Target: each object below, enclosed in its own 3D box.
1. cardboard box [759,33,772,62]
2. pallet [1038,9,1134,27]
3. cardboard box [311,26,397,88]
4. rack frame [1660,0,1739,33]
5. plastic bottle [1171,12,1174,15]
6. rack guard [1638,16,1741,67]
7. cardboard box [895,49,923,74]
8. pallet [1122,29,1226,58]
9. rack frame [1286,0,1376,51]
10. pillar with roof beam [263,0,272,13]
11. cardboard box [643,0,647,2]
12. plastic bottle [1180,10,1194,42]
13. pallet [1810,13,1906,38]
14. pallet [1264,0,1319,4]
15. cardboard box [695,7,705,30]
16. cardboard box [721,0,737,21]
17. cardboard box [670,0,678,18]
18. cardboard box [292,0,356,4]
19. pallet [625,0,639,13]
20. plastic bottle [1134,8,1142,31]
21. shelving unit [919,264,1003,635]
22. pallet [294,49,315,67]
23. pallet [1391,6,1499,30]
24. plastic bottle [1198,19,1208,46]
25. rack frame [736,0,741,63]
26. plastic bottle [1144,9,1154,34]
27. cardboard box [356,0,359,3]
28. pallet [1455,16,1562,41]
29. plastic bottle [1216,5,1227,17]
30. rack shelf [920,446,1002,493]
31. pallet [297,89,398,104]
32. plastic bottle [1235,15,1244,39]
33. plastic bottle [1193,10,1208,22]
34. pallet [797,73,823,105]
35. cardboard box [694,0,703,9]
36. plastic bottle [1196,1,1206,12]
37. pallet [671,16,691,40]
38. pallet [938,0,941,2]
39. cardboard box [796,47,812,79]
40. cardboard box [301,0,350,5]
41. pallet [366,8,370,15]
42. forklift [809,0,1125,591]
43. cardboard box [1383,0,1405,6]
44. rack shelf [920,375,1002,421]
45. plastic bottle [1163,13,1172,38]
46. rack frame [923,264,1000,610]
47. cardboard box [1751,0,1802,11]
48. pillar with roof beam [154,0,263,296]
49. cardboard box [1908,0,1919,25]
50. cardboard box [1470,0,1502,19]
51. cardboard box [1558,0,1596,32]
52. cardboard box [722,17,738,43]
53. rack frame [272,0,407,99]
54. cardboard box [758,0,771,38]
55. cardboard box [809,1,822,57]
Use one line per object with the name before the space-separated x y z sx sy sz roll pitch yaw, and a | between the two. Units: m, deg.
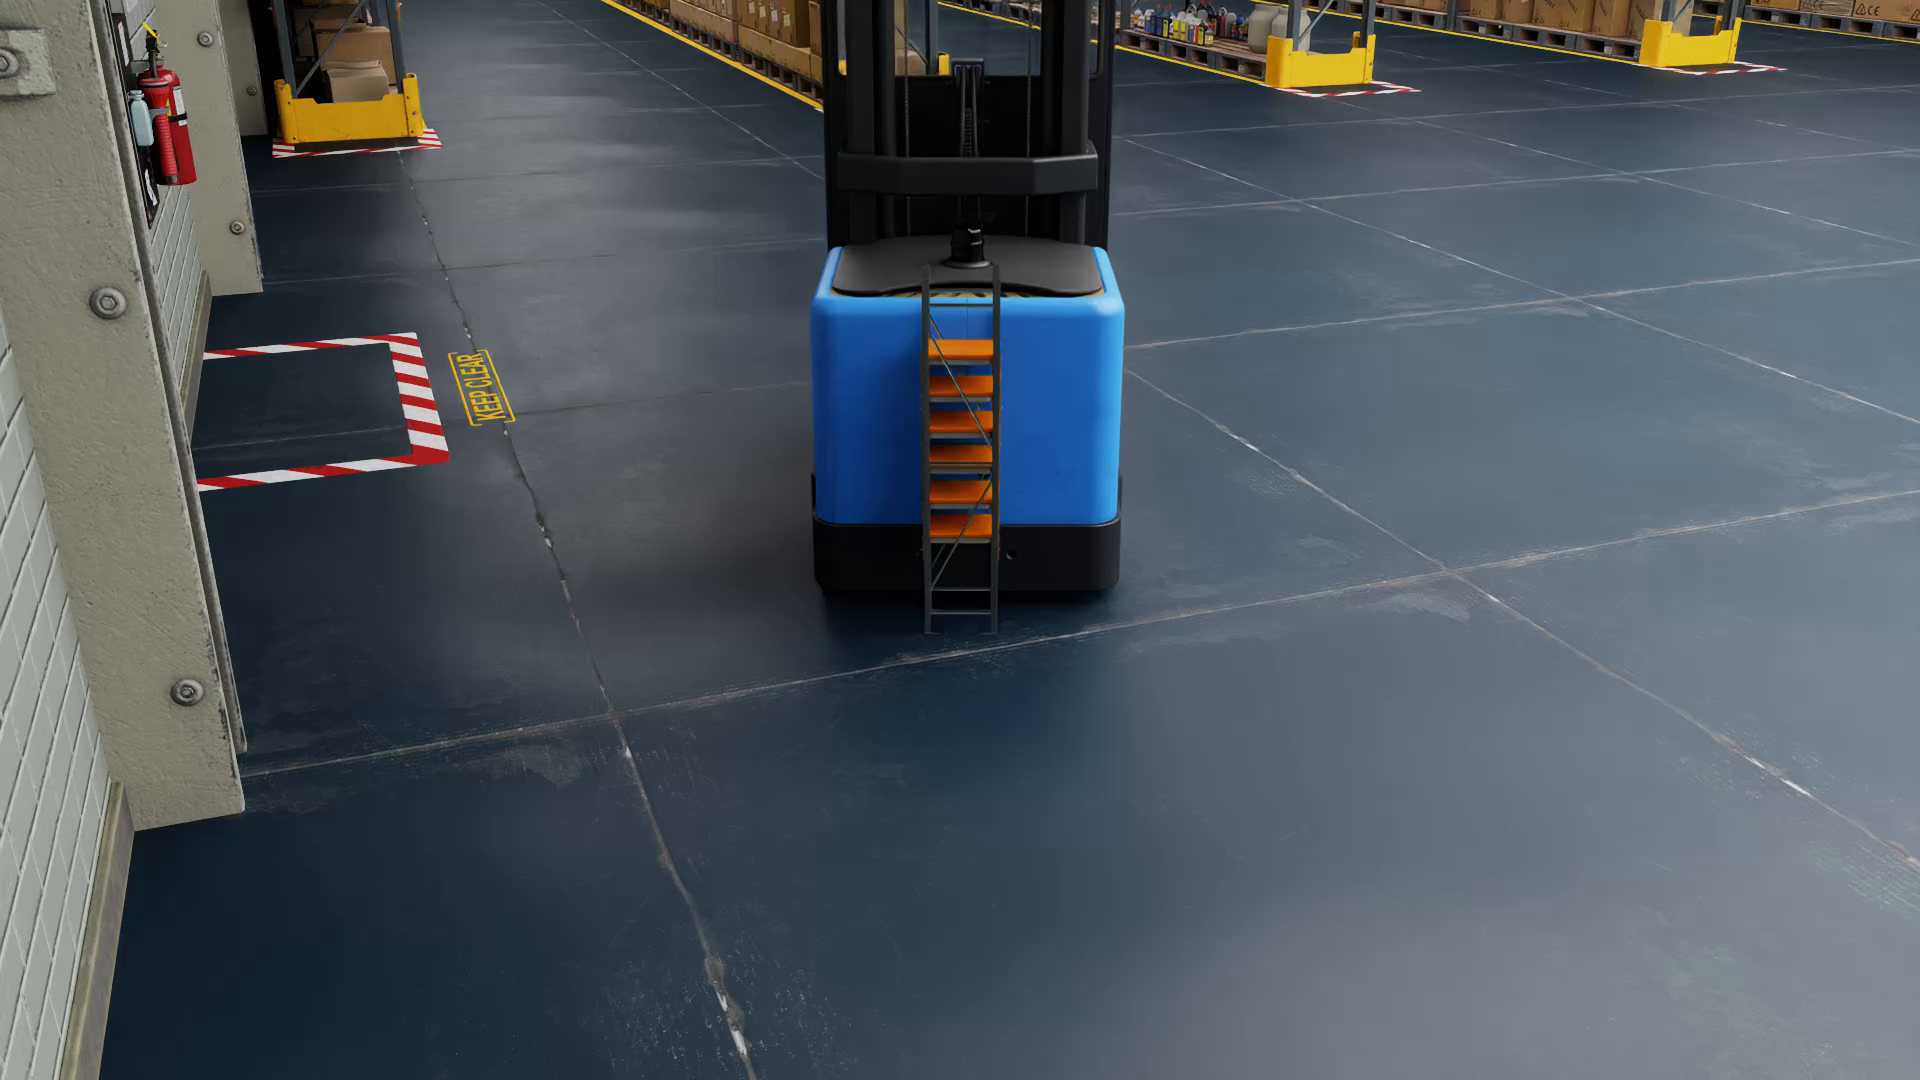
cardboard box | -1.892 -5.408 18.218 0.500 0.250 0.500 -8 24 -19
pallet | 1.771 -7.174 22.998 1.003 0.211 1.213 -8 24 -19
cardboard box | -5.910 -4.717 16.231 0.700 0.500 0.500 -10 25 -22
rack frame | 8.566 -6.961 18.903 1.000 3.000 0.127 -8 24 -19
plastic bottle | 2.580 -6.294 20.267 0.097 0.271 0.097 0 23 0
rack guard | 8.539 -5.836 19.454 1.175 0.500 0.348 -8 24 -19
cardboard box | -0.685 -4.755 16.668 0.500 0.250 0.500 -8 24 -19
pallet | 2.717 -6.200 20.688 1.003 0.211 1.213 -8 24 -19
rack frame | 3.932 -6.281 17.290 1.000 3.000 0.127 -8 24 -19
pillar with roof beam | -6.604 -12.773 24.968 9.100 9.000 0.400 -8 24 -19
cardboard box | -4.453 -8.246 24.604 0.500 0.500 0.500 -9 25 -21
plastic bottle | 2.699 -6.076 19.647 0.144 0.351 0.185 -7 24 -17
pallet | 12.459 -7.042 22.686 1.003 0.211 1.213 -8 24 -19
pallet | 5.532 -8.879 27.045 1.003 0.211 1.213 -8 24 -19
cardboard box | -3.071 -6.649 21.162 0.500 0.250 0.500 -8 24 -18
cardboard box | -2.528 -6.349 19.729 0.500 0.311 0.500 -8 24 -19
cardboard box | -3.619 -7.206 22.483 0.500 0.250 0.500 -8 24 -19
cardboard box | -7.397 -6.063 19.425 0.700 0.500 0.500 -8 24 -18
pallet | -4.620 -8.388 25.879 1.003 0.211 1.213 -8 24 -19
plastic bottle | 2.221 -6.504 20.766 0.097 0.271 0.097 0 23 0
shelving unit | 0.004 -0.274 5.356 0.258 1.200 0.189 0 23 0
pallet | -7.026 -5.373 18.726 1.003 0.211 1.213 -8 24 -19
pallet | 6.876 -7.412 23.563 1.003 0.211 1.213 -8 24 -19
plastic bottle | 2.815 -5.879 19.268 0.061 0.283 0.133 -8 24 -18
rack frame | -2.116 -7.056 19.130 1.000 3.000 0.127 -8 24 -19
plastic bottle | 2.361 -6.392 20.495 0.152 0.276 0.135 -7 24 -17
cardboard box | -7.859 -6.625 20.758 0.700 0.500 0.500 -8 24 -18
pallet | 7.423 -6.890 22.325 1.003 0.211 1.213 -8 24 -19
plastic bottle | 3.198 -6.335 20.263 0.144 0.351 0.185 -8 24 -19
rack shelf | 0.004 -0.233 5.373 0.258 0.103 0.180 0 23 0
pallet | -5.617 -3.965 15.384 1.003 0.211 1.213 -8 24 -19
plastic bottle | 3.355 -6.163 19.956 0.097 0.271 0.097 0 23 0
plastic bottle | 2.954 -6.388 20.486 0.152 0.276 0.135 -8 24 -19
pallet | -1.013 -4.590 16.868 1.003 0.211 1.213 -8 24 -19
cardboard box | -3.065 -6.902 21.041 0.500 0.311 0.500 -9 24 -20
plastic bottle | 3.016 -6.522 20.706 0.144 0.351 0.185 -9 24 -20
pallet | -3.275 -6.920 22.397 1.003 0.211 1.213 -8 24 -19
pallet | -0.074 -9.070 27.498 1.003 0.211 1.213 -8 24 -19
cardboard box | -1.357 -4.864 16.927 0.500 0.250 0.500 -8 24 -19
cardboard box | -7.184 -6.196 18.776 0.500 0.250 0.500 -9 24 -20
pallet | -8.798 -7.283 23.258 1.003 0.211 1.213 -8 24 -19
forklift | 0.031 -1.699 6.507 1.130 2.935 3.031 0 23 0
cardboard box | 6.607 -8.070 24.187 0.700 0.500 0.500 -11 25 -24
rack shelf | 0.004 -0.454 5.280 0.258 0.103 0.180 0 23 0
plastic bottle | 2.502 -6.201 20.031 0.061 0.283 0.133 -7 24 -17
rack frame | 0.004 -0.310 5.440 0.240 1.200 0.006 0 23 0
cardboard box | 11.985 -8.034 23.645 0.875 0.875 0.875 -8 24 -18
pillar with roof beam | -0.246 -6.233 9.451 9.100 9.000 0.400 -8 24 -19
cardboard box | 12.940 -7.056 21.324 0.875 0.875 0.875 -8 24 -19
cardboard box | 7.257 -7.305 22.397 0.500 0.500 0.500 -9 25 -21
cardboard box | 7.914 -6.674 20.901 0.500 0.500 0.500 -6 24 -14
cardboard box | -2.534 -6.094 19.845 0.500 0.250 0.500 -9 24 -20
rack frame | -5.336 -4.922 14.065 1.000 3.000 0.127 -8 24 -19
cardboard box | -1.892 -5.753 18.073 0.500 0.500 0.500 -8 24 -19
cardboard box | -1.171 -5.029 16.353 0.500 0.500 0.500 -8 24 -19
